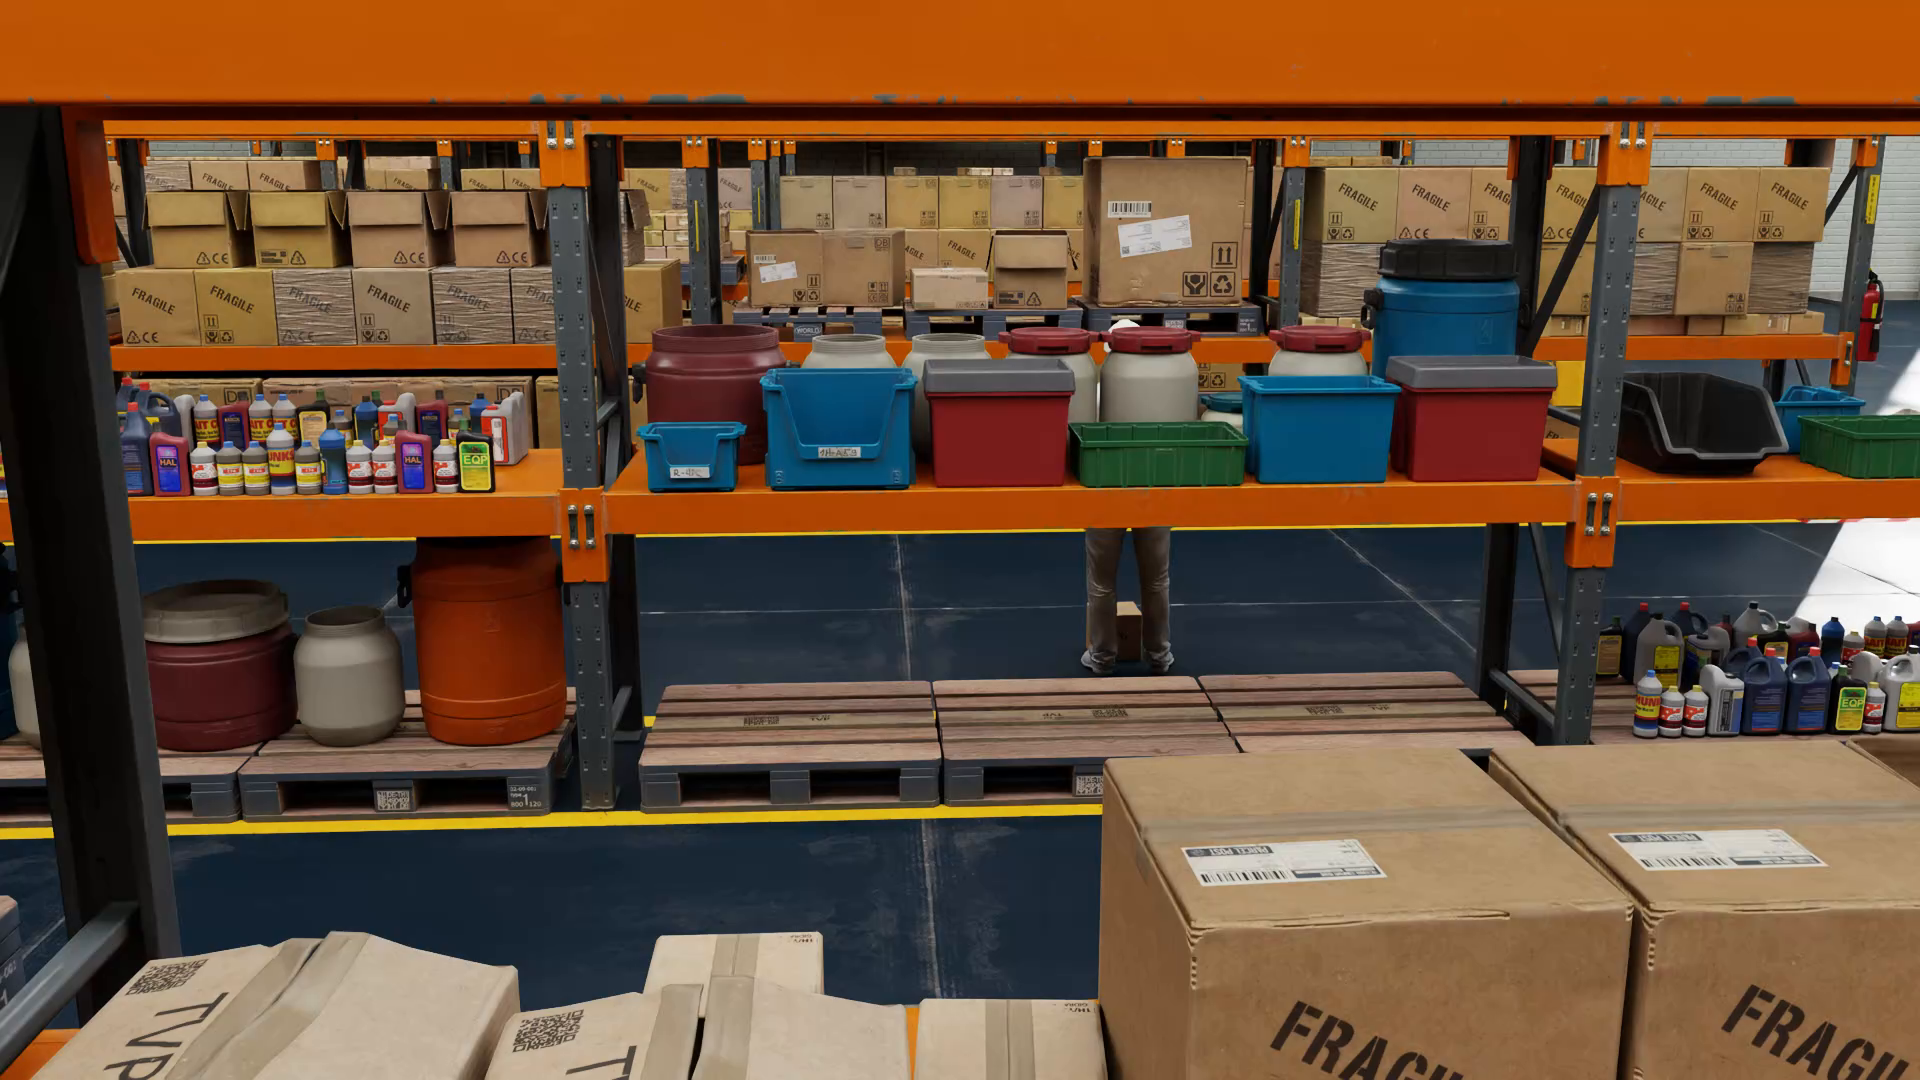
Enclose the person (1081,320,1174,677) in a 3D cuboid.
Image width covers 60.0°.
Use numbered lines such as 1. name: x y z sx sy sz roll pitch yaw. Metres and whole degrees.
1. person: 0.835 -0.201 8.277 0.580 1.771 0.461 -1 13 -3
